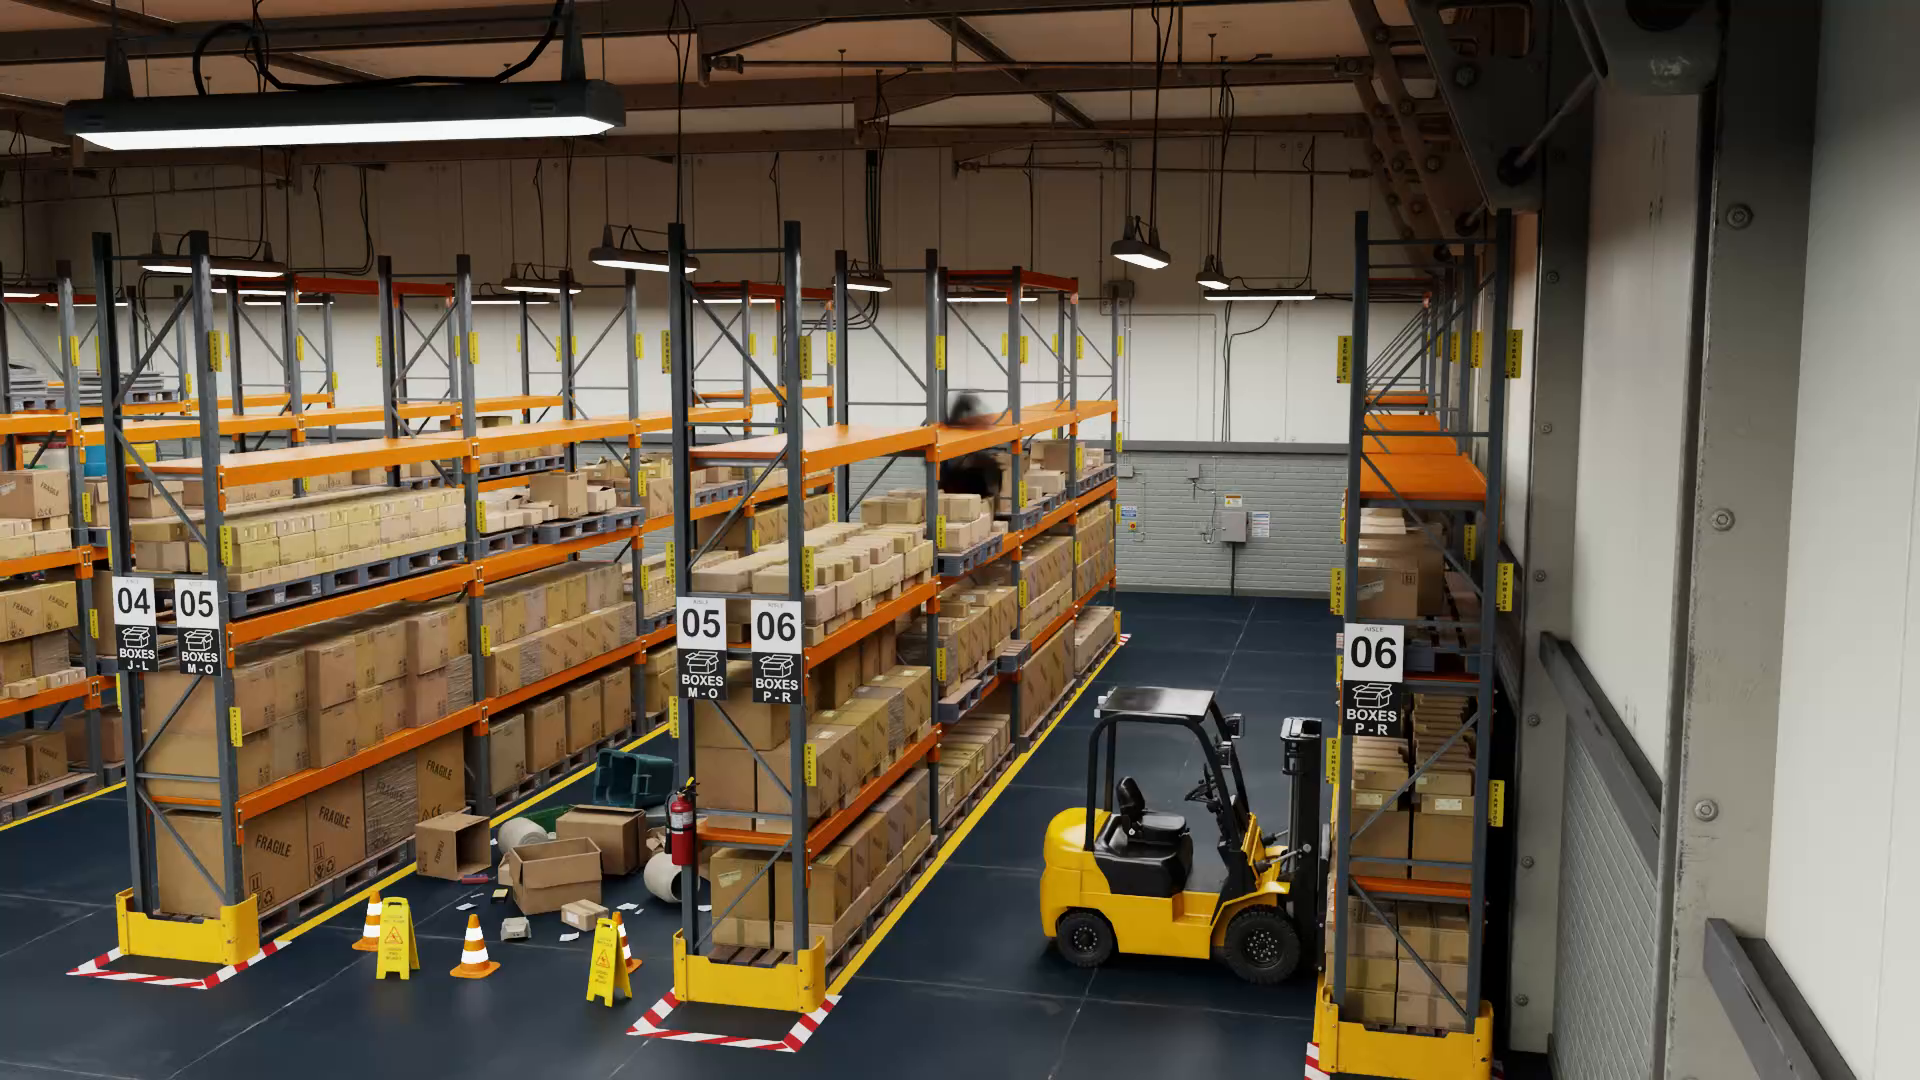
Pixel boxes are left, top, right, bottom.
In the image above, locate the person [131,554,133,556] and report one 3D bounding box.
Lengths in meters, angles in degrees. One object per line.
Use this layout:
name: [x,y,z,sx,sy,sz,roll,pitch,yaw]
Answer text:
person: [-15.591,0.509,31.069,0.712,1.592,0.575,0,7,3]
